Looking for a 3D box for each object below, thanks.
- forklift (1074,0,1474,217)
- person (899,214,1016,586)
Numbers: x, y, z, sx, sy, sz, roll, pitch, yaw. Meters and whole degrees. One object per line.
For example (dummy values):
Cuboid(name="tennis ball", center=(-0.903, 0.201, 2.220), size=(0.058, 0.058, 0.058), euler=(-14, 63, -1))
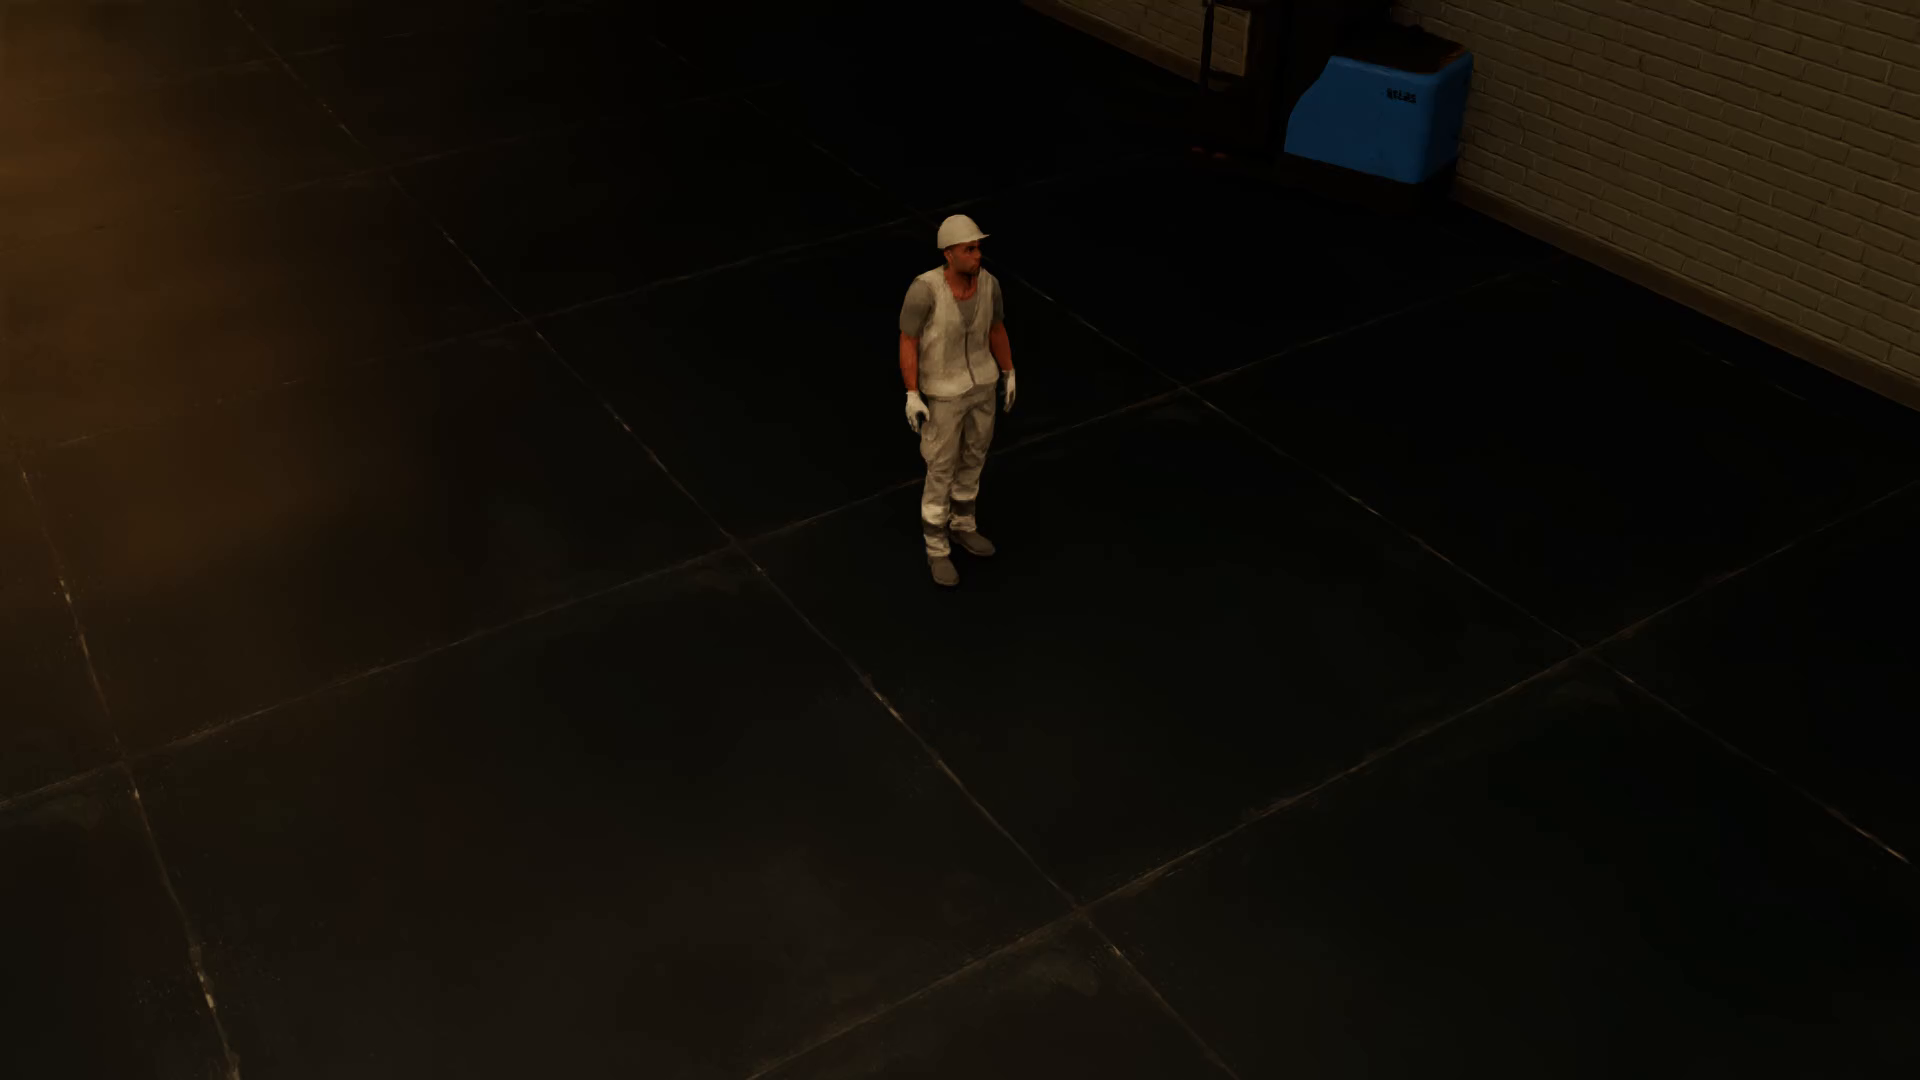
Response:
Cuboid(name="forklift", center=(2.322, -4.189, 12.109), size=(3.031, 2.935, 1.130), euler=(23, 41, 29))
Cuboid(name="person", center=(0.035, -0.696, 8.119), size=(0.637, 1.787, 0.563), euler=(-21, 40, -27))
